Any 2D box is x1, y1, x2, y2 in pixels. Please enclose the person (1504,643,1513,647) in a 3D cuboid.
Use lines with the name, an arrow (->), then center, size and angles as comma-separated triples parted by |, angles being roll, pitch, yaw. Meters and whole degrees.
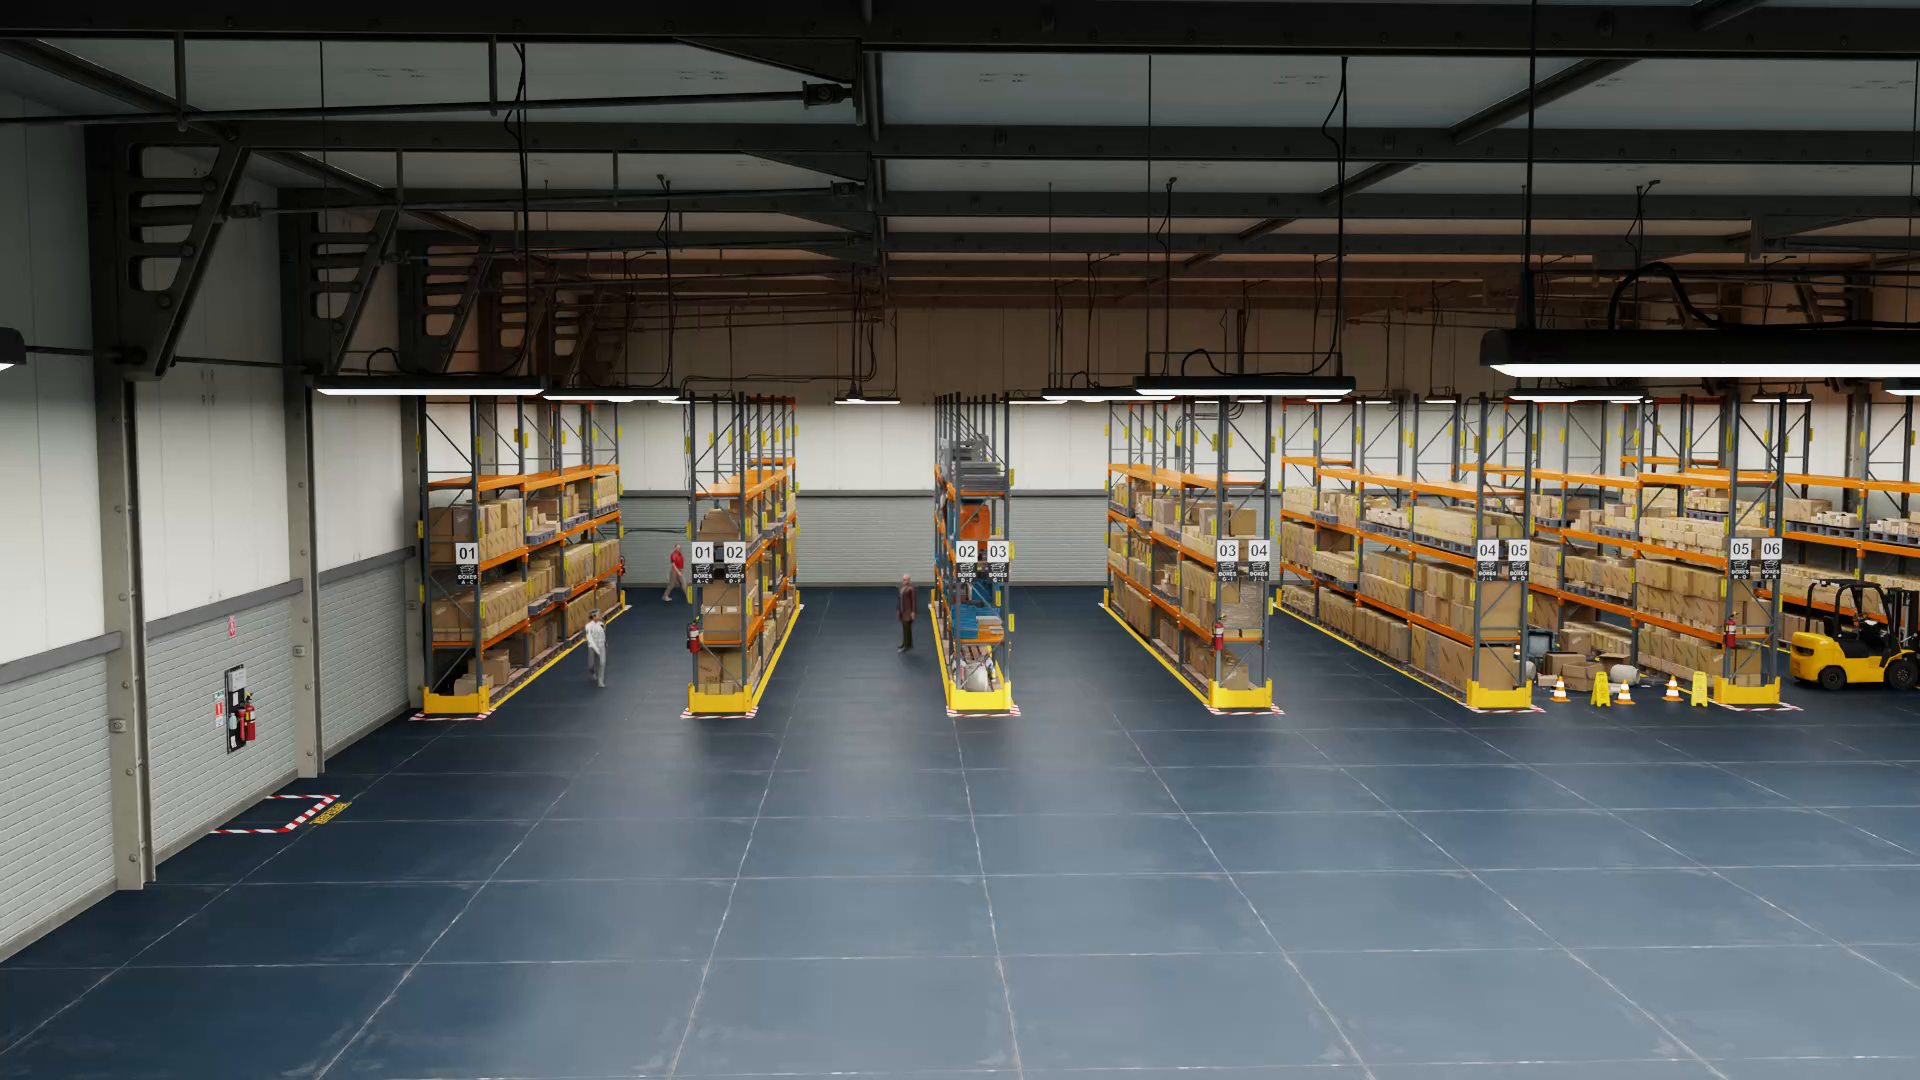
person -> 12.591, 1.831, 38.386 | 0.409, 1.661, 0.487 | 3, 5, 29

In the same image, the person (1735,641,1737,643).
person -> 17.036, 1.932, 36.646 | 0.598, 1.755, 0.623 | -4, 6, -38

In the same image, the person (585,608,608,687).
person -> -7.461, 2.190, 34.187 | 0.458, 1.572, 0.921 | -1, 5, -17

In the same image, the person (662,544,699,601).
person -> -8.235, 0.953, 48.883 | 1.059, 1.660, 0.675 | 1, 5, 6

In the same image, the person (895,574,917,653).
person -> -1.337, 1.695, 38.744 | 0.599, 1.796, 0.665 | -3, 6, -35
